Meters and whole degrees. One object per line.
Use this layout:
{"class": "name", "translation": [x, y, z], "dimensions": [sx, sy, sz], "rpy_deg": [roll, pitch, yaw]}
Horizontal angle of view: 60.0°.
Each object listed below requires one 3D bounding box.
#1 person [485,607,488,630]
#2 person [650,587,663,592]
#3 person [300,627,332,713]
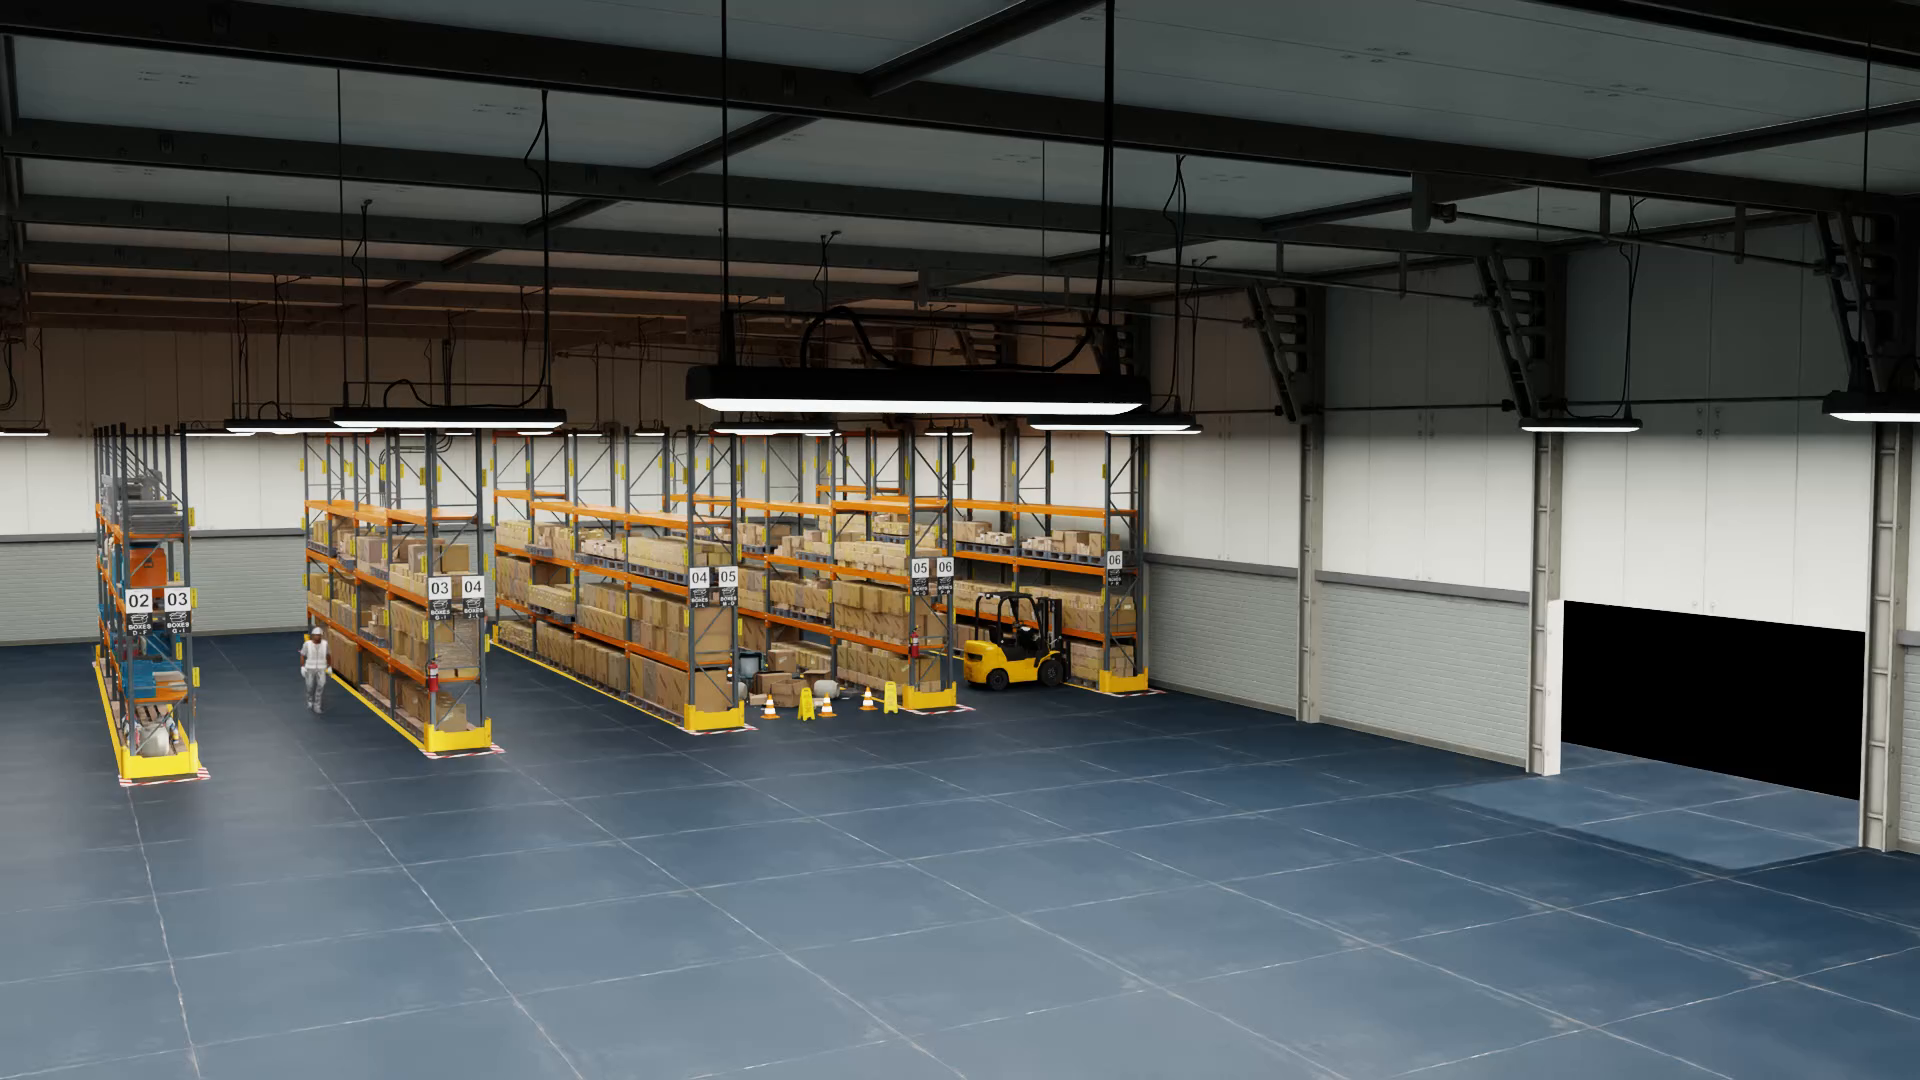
{"class": "person", "translation": [-12.500, 2.287, 42.945], "dimensions": [0.624, 1.685, 0.626], "rpy_deg": [-1, 4, -21]}
{"class": "person", "translation": [-9.752, 1.704, 53.280], "dimensions": [0.552, 1.719, 0.532], "rpy_deg": [2, 4, 30]}
{"class": "person", "translation": [-13.559, 2.746, 35.050], "dimensions": [0.647, 1.811, 0.661], "rpy_deg": [-2, 4, -31]}
